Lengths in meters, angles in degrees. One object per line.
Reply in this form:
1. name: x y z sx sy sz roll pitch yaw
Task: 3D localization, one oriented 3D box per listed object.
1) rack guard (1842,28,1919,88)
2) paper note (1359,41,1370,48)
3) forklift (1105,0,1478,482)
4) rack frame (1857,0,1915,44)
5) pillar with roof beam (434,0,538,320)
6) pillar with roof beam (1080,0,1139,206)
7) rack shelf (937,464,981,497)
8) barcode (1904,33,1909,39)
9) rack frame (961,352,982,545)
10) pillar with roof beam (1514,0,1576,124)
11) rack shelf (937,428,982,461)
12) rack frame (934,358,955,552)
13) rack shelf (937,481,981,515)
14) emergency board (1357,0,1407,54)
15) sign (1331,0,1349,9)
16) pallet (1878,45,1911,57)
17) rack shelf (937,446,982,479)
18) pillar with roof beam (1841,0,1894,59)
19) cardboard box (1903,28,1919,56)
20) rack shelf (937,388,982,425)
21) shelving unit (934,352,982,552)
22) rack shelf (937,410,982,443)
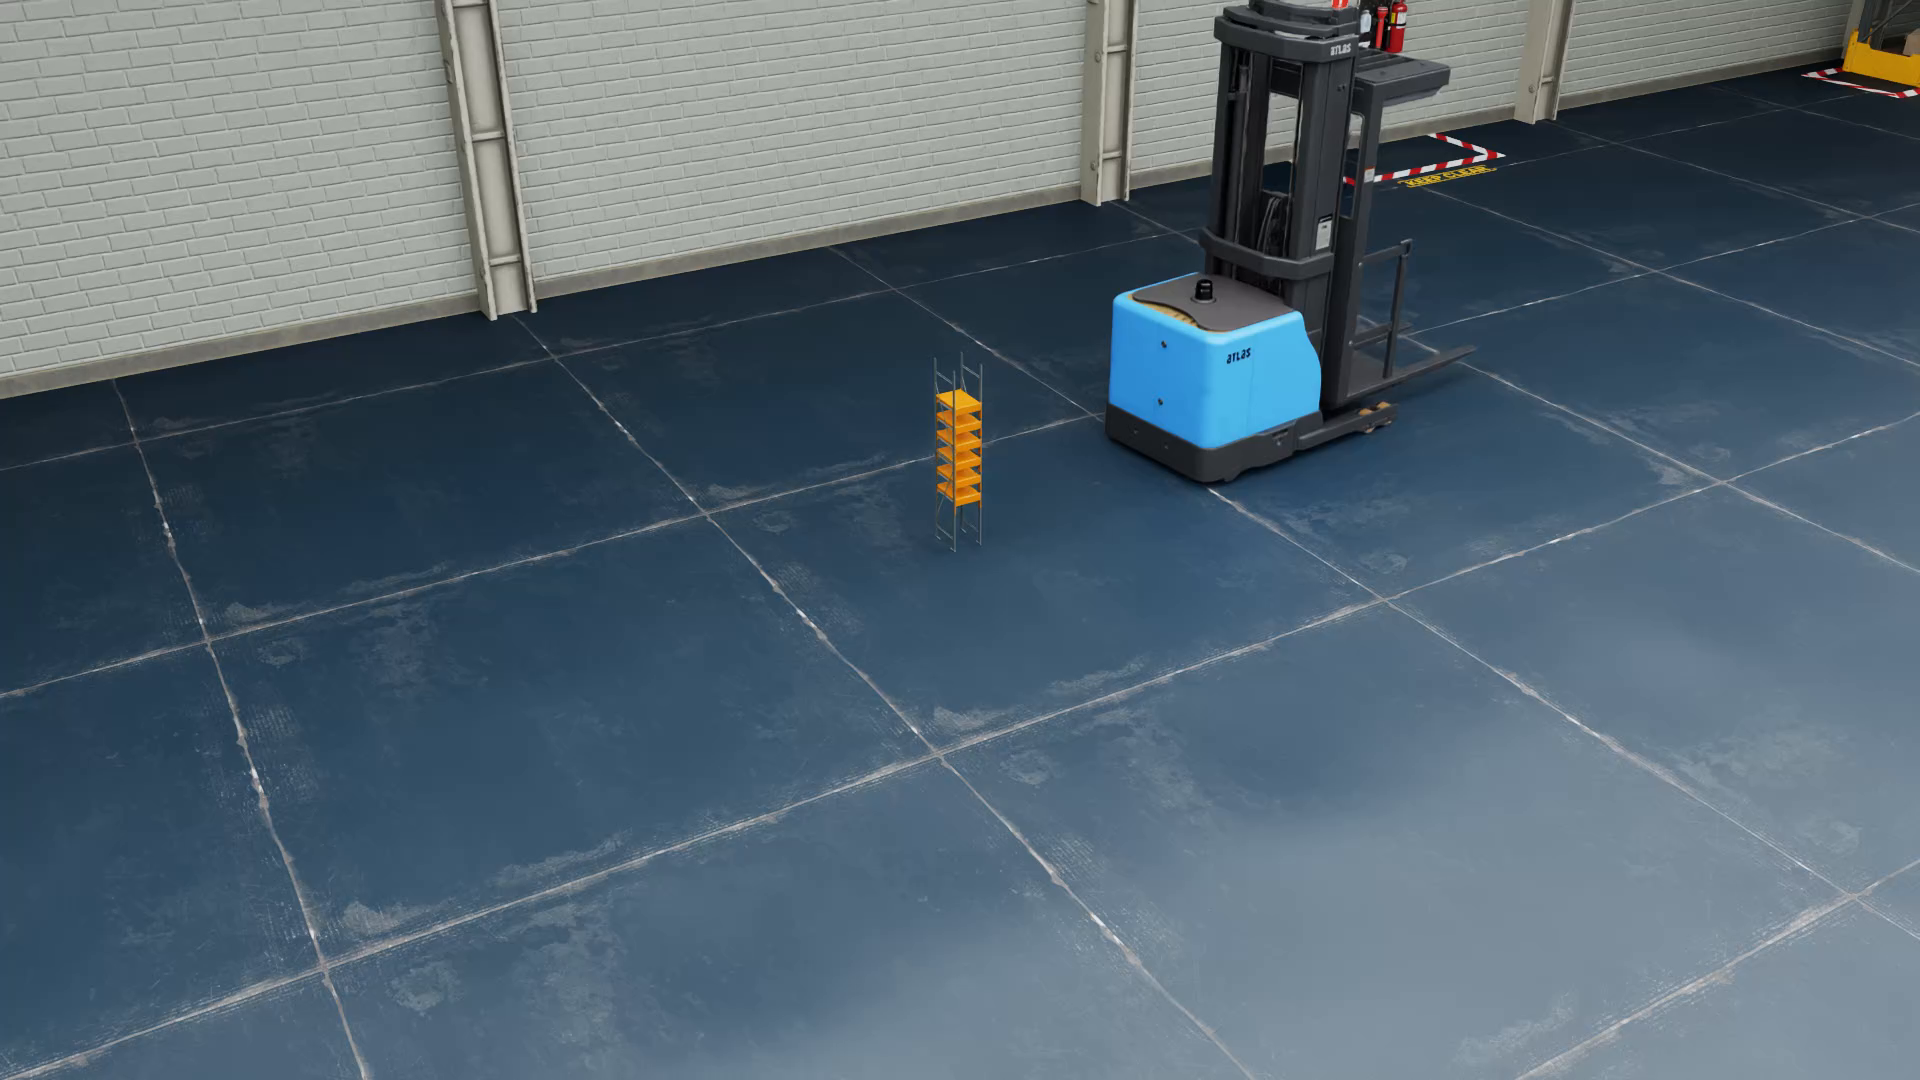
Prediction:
1. rack guard: 11.673 -6.020 20.739 0.348 0.500 1.175 -16 33 -26
2. paper note: 4.262 -5.169 17.523 0.142 0.148 0.016 -16 33 -26
3. forklift: 2.489 -2.220 11.338 3.031 2.935 1.130 -20 35 -32
4. rack frame: 11.607 -7.096 20.101 0.127 3.000 1.000 -16 33 -26
5. pillar with roof beam: -1.566 -4.055 8.382 0.400 9.000 9.100 -16 33 -26
6. pillar with roof beam: 3.607 -5.523 11.043 0.400 9.000 9.100 -16 33 -26
7. rack shelf: -0.012 -0.378 10.131 0.180 0.103 0.258 -16 33 -26
8. barcode: 12.062 -6.418 21.192 0.075 0.075 0.001 -16 33 -26
9. rack frame: 0.066 -0.544 10.092 0.006 1.200 0.240 -16 33 -26
10. pillar with roof beam: 8.780 -6.992 13.704 0.400 9.000 9.100 -16 33 -26
11. rack shelf: -0.012 -0.588 10.015 0.180 0.103 0.258 -16 33 -26
12. rack frame: -0.091 -0.499 10.011 0.006 1.200 0.240 -16 33 -26
13. rack shelf: -0.012 -0.273 10.189 0.180 0.103 0.258 -16 33 -26
14. emergency board: 4.450 -5.570 17.336 0.643 1.169 0.194 -16 33 -26
15. sign: 3.921 -5.493 17.160 0.234 0.329 0.001 -16 33 -26
16. pallet: 12.391 -6.078 21.143 1.213 0.211 1.003 -16 33 -26
17. rack shelf: -0.012 -0.483 10.073 0.180 0.103 0.258 -16 33 -26
18. pillar with roof beam: 13.953 -8.461 16.366 0.400 9.000 9.100 -16 33 -26
19. cardboard box: 12.249 -6.243 20.884 0.500 0.311 0.500 -20 35 -32
20. rack shelf: -0.012 -0.798 9.899 0.180 0.103 0.258 -16 33 -26
21. shelving unit: -0.012 -0.522 10.052 0.189 1.200 0.258 -16 33 -26
22. rack shelf: -0.012 -0.693 9.957 0.180 0.103 0.258 -16 33 -26
